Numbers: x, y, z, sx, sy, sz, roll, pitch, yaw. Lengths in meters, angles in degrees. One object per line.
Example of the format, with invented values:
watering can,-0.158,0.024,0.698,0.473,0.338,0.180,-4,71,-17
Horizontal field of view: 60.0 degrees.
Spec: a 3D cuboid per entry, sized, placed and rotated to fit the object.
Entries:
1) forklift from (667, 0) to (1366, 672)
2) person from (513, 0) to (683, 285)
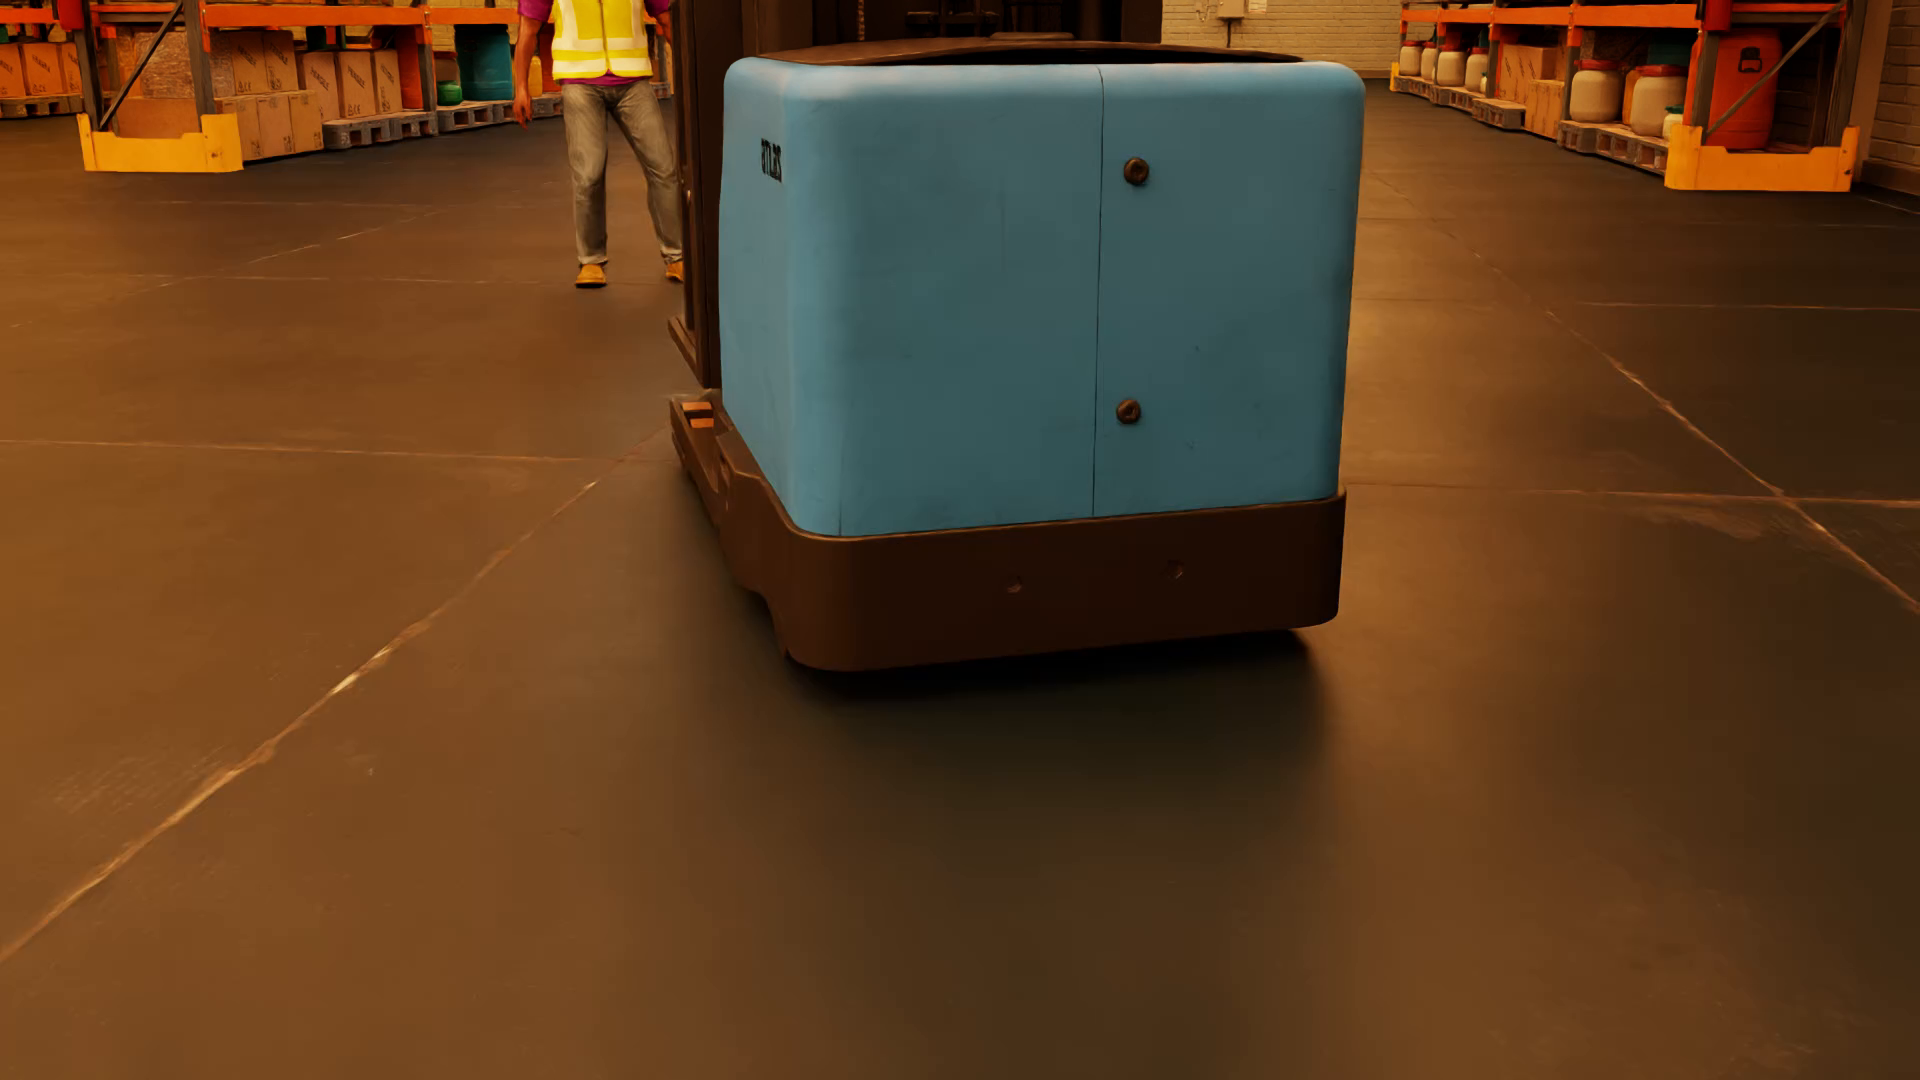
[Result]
forklift,-0.159,-1.575,3.946,1.130,2.935,3.031,-5,18,-14
person,-1.527,-1.985,7.232,0.815,1.741,0.413,-7,19,-22
